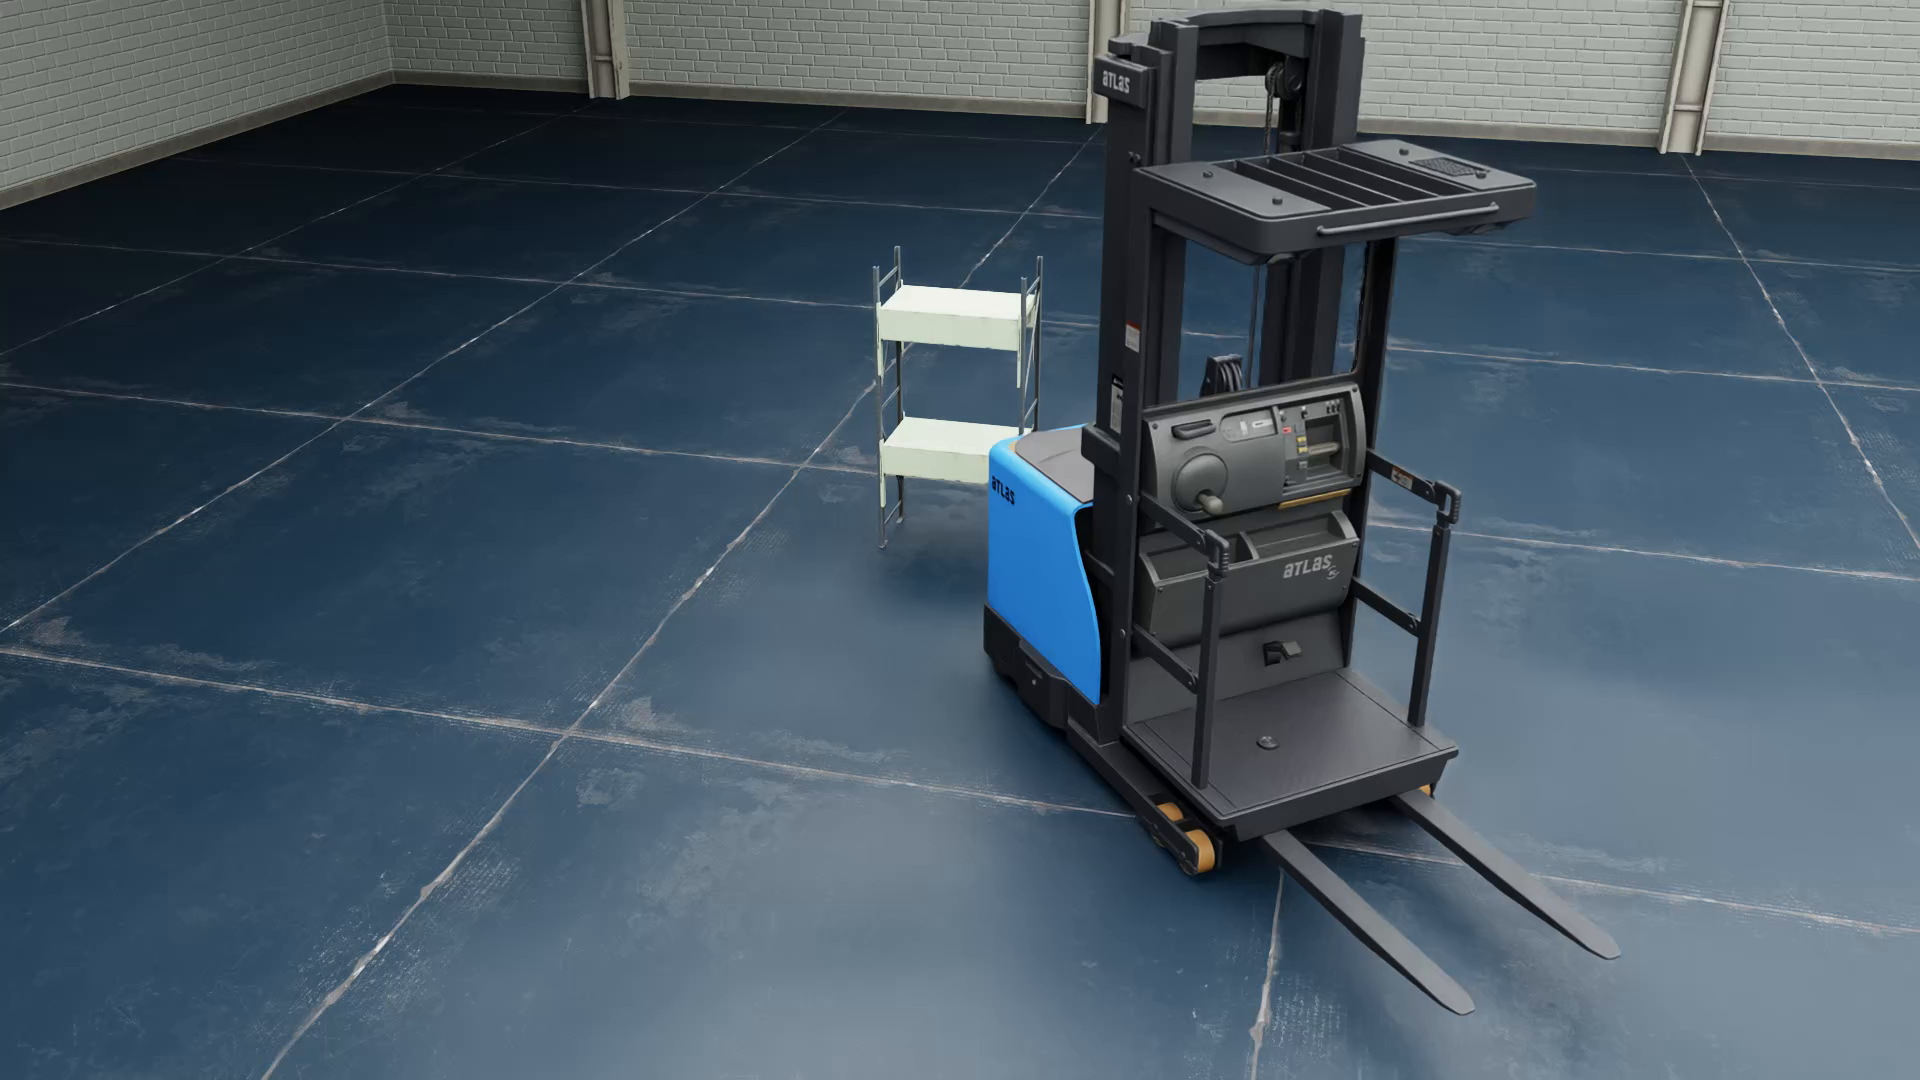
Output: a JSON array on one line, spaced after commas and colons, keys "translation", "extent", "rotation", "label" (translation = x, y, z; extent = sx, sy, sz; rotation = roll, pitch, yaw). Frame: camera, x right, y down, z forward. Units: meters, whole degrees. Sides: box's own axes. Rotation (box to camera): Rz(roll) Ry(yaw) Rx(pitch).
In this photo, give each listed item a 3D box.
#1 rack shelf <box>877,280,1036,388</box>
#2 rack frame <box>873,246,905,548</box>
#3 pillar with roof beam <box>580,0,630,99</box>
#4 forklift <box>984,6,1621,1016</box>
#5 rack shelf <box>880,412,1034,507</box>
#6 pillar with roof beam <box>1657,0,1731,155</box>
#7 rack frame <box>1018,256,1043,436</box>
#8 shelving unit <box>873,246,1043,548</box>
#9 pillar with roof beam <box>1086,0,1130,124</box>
[{"translation": [-0.006, -1.030, 8.261], "extent": [0.720, 0.370, 0.431], "rotation": [6, 26, 13], "label": "rack shelf"}, {"translation": [-0.361, -0.717, 8.511], "extent": [0.023, 1.500, 0.400], "rotation": [6, 26, 13], "label": "rack frame"}, {"translation": [-5.259, -7.582, 14.206], "extent": [0.400, 9.000, 9.100], "rotation": [6, 26, 13], "label": "pillar with roof beam"}, {"translation": [1.199, -0.301, 5.972], "extent": [1.130, 2.935, 3.031], "rotation": [-12, 28, -23], "label": "forklift"}, {"translation": [-0.006, -0.384, 8.569], "extent": [0.720, 0.370, 0.431], "rotation": [6, 26, 13], "label": "rack shelf"}, {"translation": [6.363, -6.297, 11.508], "extent": [0.400, 9.000, 9.100], "rotation": [6, 26, 13], "label": "pillar with roof beam"}, {"translation": [0.348, -0.639, 8.347], "extent": [0.023, 1.500, 0.400], "rotation": [6, 26, 13], "label": "rack frame"}, {"translation": [-0.006, -0.678, 8.429], "extent": [0.755, 1.500, 0.431], "rotation": [6, 26, 13], "label": "shelving unit"}, {"translation": [0.552, -6.939, 12.857], "extent": [0.400, 9.000, 9.100], "rotation": [6, 26, 13], "label": "pillar with roof beam"}]
